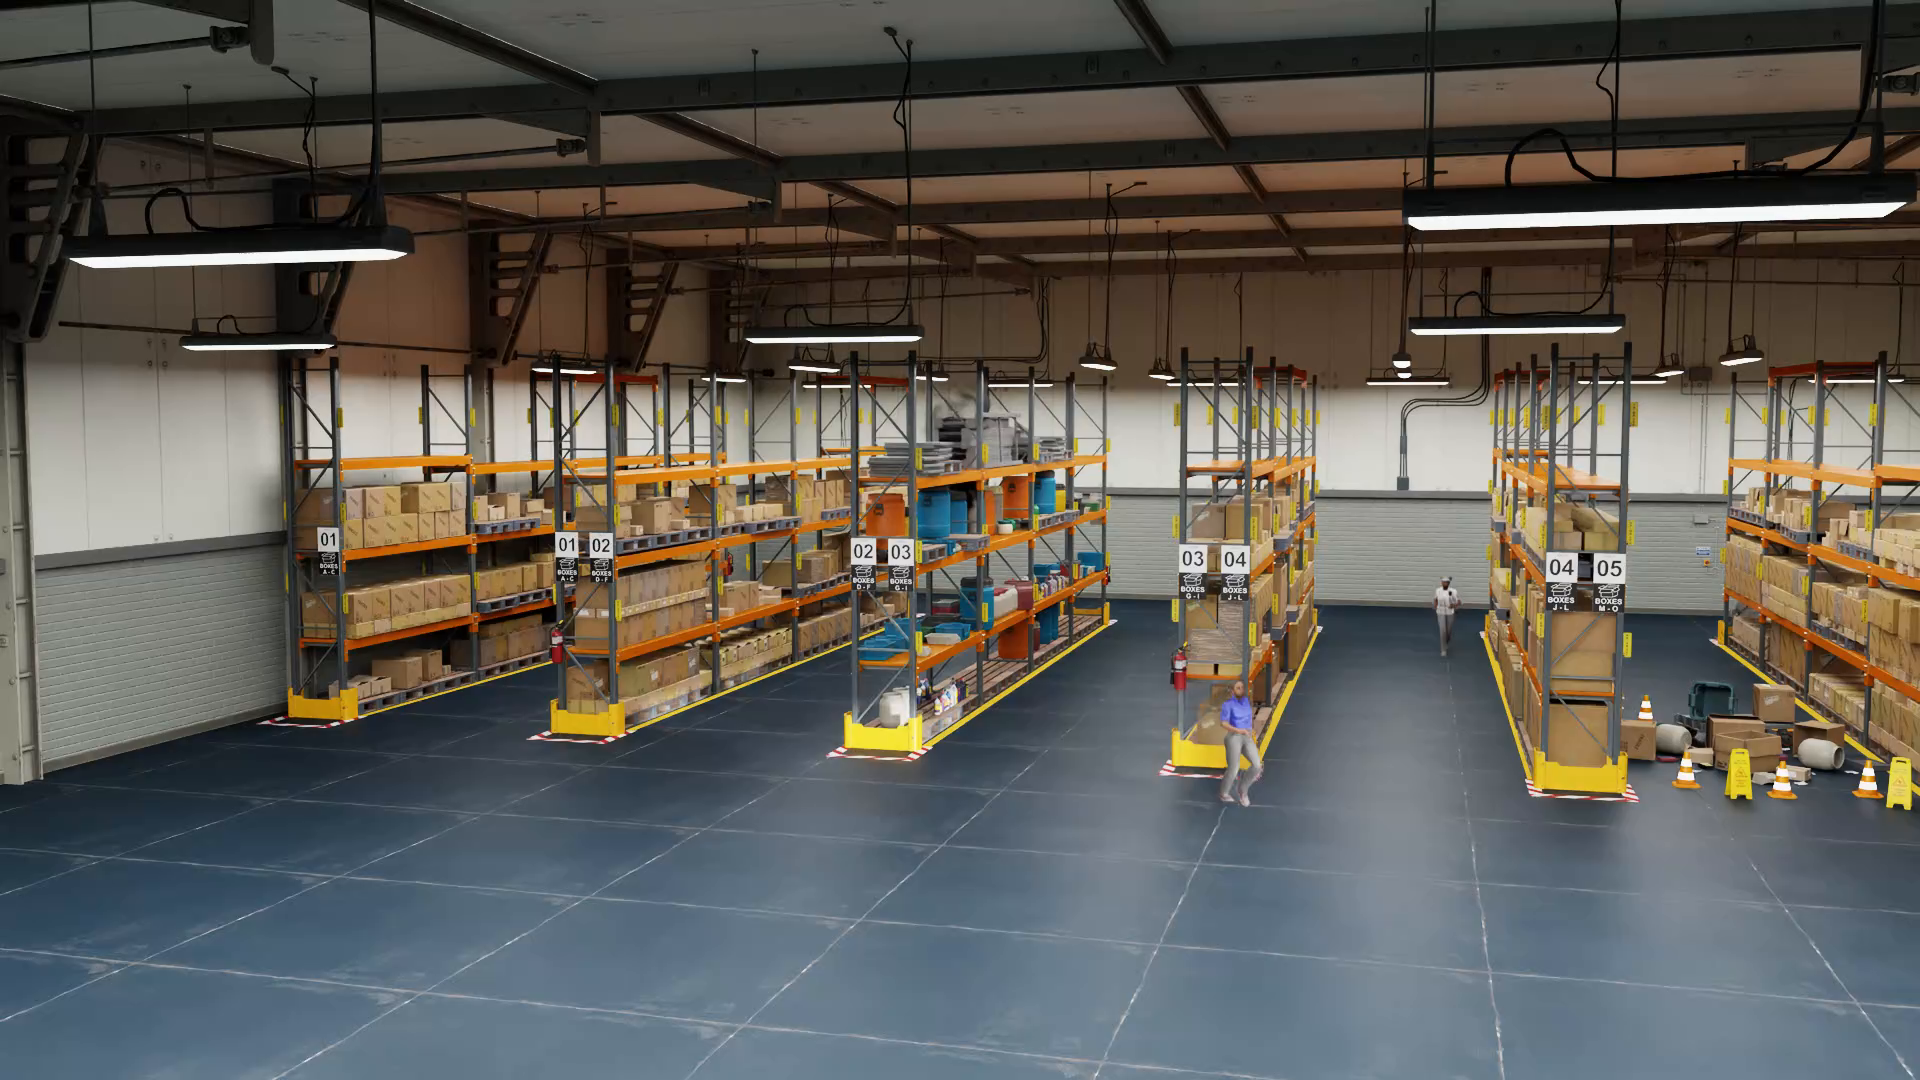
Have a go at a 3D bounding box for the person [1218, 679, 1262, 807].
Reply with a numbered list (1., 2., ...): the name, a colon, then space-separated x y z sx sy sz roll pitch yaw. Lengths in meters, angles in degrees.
1. person: 3.604 2.617 21.453 0.576 1.653 0.654 -2 5 -27

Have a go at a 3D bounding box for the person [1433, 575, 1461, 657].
1. person: 10.282 1.587 35.127 0.571 1.709 0.836 2 4 20

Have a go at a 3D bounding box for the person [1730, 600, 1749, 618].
1. person: 17.825 1.392 37.870 0.567 1.631 0.640 2 5 26

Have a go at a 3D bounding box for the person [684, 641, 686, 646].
1. person: -5.716 1.673 33.631 0.661 1.689 0.677 1 4 13
